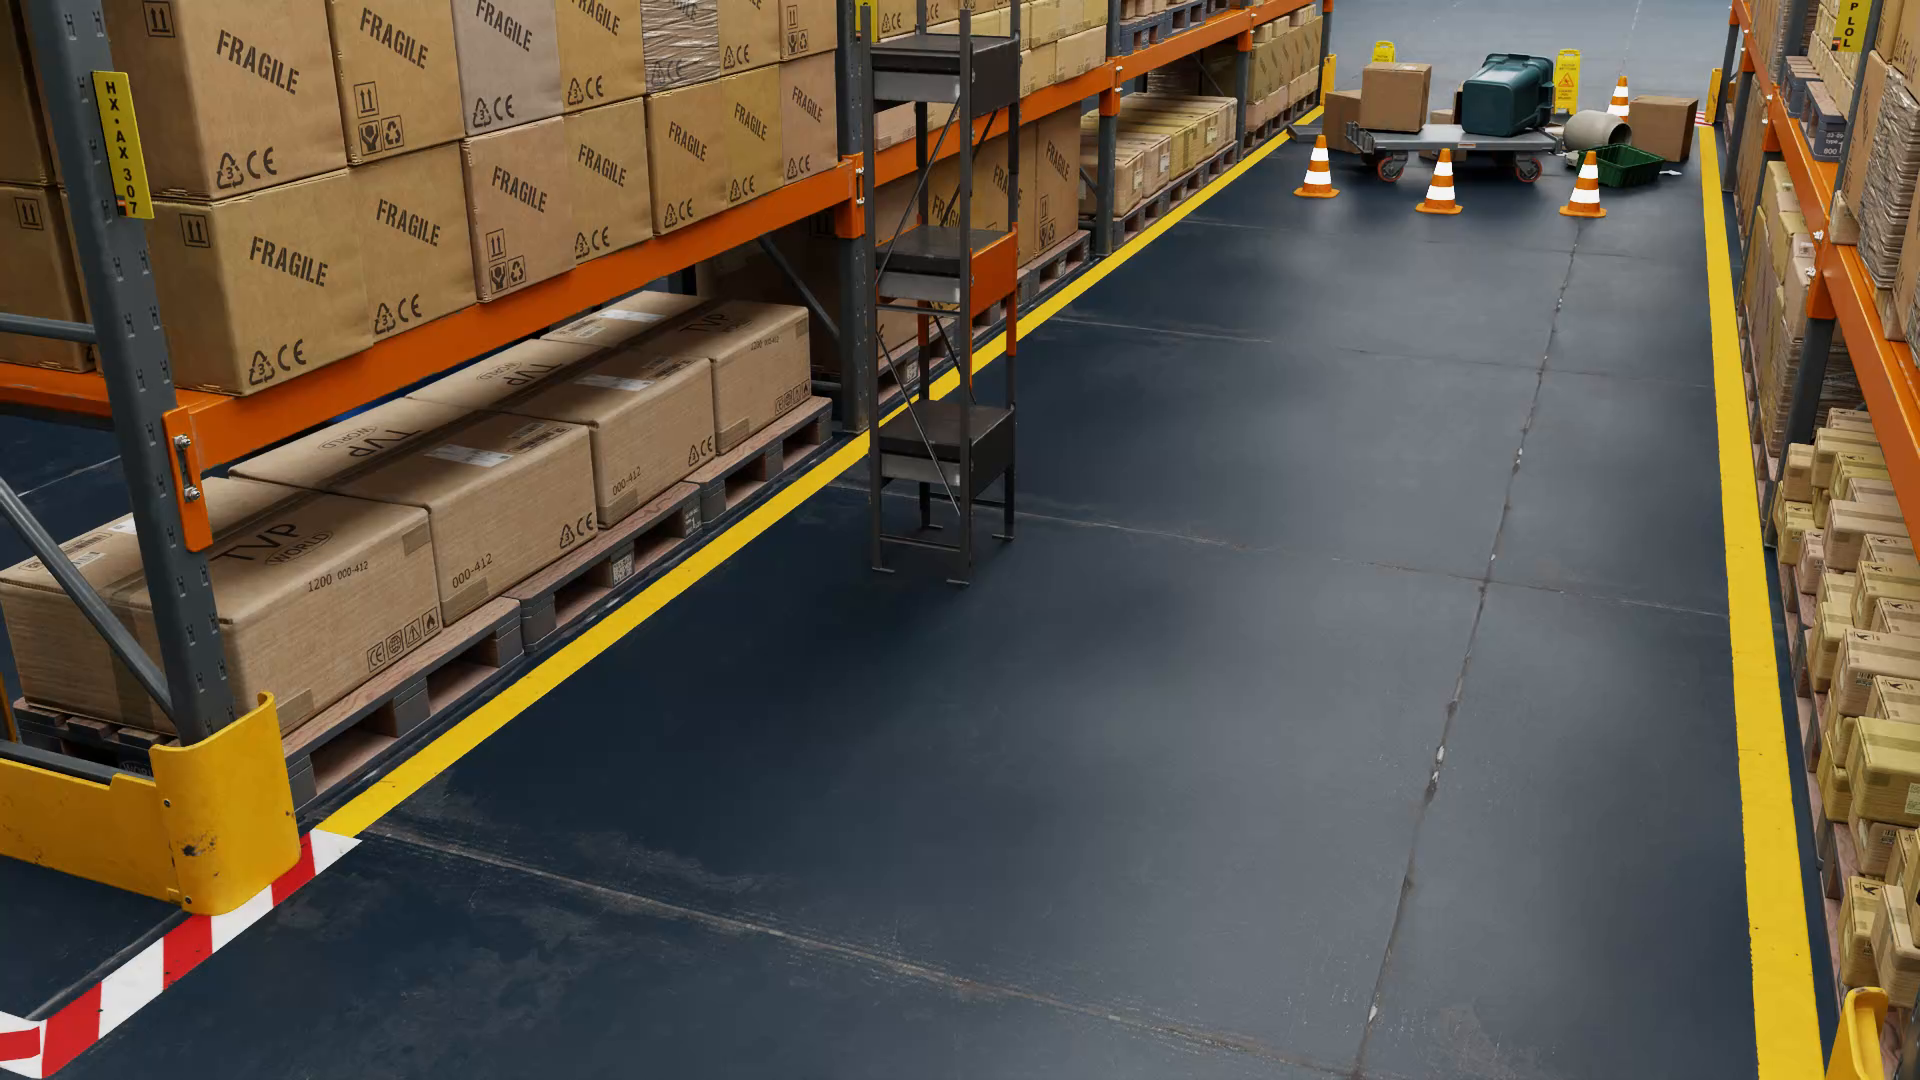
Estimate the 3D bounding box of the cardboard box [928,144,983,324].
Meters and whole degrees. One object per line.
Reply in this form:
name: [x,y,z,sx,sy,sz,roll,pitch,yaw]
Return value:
cardboard box: [-0.440,-1.742,9.239,0.875,0.875,0.875,10,24,22]

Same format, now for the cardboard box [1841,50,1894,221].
cardboard box: [3.291,-1.340,5.551,0.500,0.500,0.500,8,24,19]

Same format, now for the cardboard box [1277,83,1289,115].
cardboard box: [2.900,-4.314,16.208,0.500,0.250,0.500,8,24,19]

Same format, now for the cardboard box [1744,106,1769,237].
cardboard box: [5.826,-2.403,10.986,1.050,0.750,0.750,9,24,21]

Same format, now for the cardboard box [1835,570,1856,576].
cardboard box: [2.983,0.157,5.249,0.380,0.149,0.250,10,25,23]

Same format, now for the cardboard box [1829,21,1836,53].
cardboard box: [4.447,-2.428,8.065,0.380,0.149,0.250,9,24,20]

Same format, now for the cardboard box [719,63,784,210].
cardboard box: [-1.045,-1.629,6.629,0.500,0.500,0.500,8,24,19]

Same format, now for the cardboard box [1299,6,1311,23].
cardboard box: [3.307,-5.281,16.708,0.380,0.149,0.250,9,24,21]

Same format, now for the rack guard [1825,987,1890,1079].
rack guard: [2.252,1.260,3.086,1.175,0.500,0.348,9,24,20]

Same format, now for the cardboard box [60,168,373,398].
cardboard box: [-1.965,-0.716,4.442,0.500,0.500,0.500,9,24,20]

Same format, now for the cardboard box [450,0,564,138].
cardboard box: [-1.598,-1.549,5.139,0.500,0.500,0.500,9,24,20]

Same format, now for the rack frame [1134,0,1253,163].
rack frame: [2.047,-4.833,14.429,1.000,3.000,0.127,9,24,20]

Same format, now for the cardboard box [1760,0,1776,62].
cardboard box: [5.485,-3.332,10.706,0.500,0.500,0.500,8,24,19]

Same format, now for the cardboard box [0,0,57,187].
cardboard box: [-2.452,-1.253,4.431,0.500,0.500,0.500,10,25,22]

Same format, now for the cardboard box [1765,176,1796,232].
cardboard box: [4.526,-1.722,8.706,0.500,0.250,0.500,8,24,19]

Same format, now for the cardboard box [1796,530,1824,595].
cardboard box: [3.133,0.100,5.773,0.380,0.149,0.250,9,24,20]

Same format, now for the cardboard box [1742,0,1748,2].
cardboard box: [7.562,-5.140,14.968,0.875,0.550,0.550,9,24,20]

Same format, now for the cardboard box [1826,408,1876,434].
cardboard box: [3.389,-0.357,6.095,0.380,0.149,0.250,10,25,22]

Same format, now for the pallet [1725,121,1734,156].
pallet: [7.487,-3.573,15.030,1.003,0.211,1.213,9,24,20]

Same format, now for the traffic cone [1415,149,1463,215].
traffic cone: [3.707,-2.772,12.785,0.336,0.463,0.334,9,24,20]

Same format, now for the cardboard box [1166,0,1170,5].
cardboard box: [1.343,-4.057,12.351,0.380,0.149,0.250,10,25,22]

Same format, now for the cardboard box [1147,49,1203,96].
cardboard box: [2.018,-4.354,15.333,0.500,0.500,0.500,8,24,19]

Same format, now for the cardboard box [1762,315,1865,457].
cardboard box: [3.750,-0.639,7.087,0.500,0.500,0.500,8,24,19]

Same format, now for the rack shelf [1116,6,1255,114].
rack shelf: [1.304,-3.786,12.855,1.077,0.370,4.000,9,24,20]

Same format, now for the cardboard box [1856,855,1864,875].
cardboard box: [2.484,0.758,4.198,0.380,0.149,0.250,9,24,21]

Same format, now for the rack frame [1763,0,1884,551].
rack frame: [3.709,-1.298,5.966,1.000,3.000,0.127,9,24,20]

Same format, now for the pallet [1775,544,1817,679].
pallet: [3.493,0.234,5.916,1.003,0.211,1.213,9,24,20]

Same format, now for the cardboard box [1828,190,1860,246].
cardboard box: [3.300,-1.127,5.883,0.380,0.149,0.250,10,25,22]

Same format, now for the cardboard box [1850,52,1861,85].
cardboard box: [3.963,-1.965,6.958,0.380,0.149,0.250,8,24,18]

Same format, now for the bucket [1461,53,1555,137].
bucket: [4.591,-3.730,14.064,0.726,0.611,0.620,19,39,38]

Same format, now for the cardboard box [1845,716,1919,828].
cardboard box: [2.310,0.562,3.894,0.380,0.149,0.250,8,24,19]

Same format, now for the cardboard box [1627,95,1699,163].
cardboard box: [6.305,-3.711,14.982,0.500,0.500,0.500,13,26,29]

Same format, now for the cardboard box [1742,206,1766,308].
cardboard box: [4.695,-1.553,9.275,0.500,0.500,0.500,8,24,18]

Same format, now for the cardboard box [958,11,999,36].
cardboard box: [-0.119,-2.616,8.668,0.500,0.250,0.500,9,24,21]

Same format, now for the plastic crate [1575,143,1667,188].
plastic crate: [5.529,-3.140,13.948,0.662,0.188,0.450,-17,38,-35]

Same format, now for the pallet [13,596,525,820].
pallet: [-2.186,0.450,5.398,1.003,0.211,1.213,9,24,20]

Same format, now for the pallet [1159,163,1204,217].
pallet: [1.308,-2.830,13.250,1.003,0.211,1.213,9,24,20]

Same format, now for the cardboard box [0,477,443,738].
cardboard box: [-2.258,0.199,5.161,0.875,0.438,0.875,8,24,18]

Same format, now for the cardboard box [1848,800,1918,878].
cardboard box: [2.346,0.702,3.946,0.380,0.149,0.250,8,24,18]

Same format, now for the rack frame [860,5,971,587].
rack frame: [-0.152,-0.822,5.994,0.400,2.100,0.015,9,24,20]

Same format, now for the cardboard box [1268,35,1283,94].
cardboard box: [2.705,-4.470,15.609,0.500,0.500,0.500,10,25,22]

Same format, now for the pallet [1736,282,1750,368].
pallet: [4.903,-1.163,9.261,1.003,0.211,1.213,9,24,20]

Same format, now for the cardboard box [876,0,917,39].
cardboard box: [-0.494,-2.594,7.642,0.500,0.500,0.500,9,24,21]

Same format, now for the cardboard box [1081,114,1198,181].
cardboard box: [1.334,-3.120,13.191,0.950,0.372,0.625,10,25,22]

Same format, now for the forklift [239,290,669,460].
forklift: [-2.434,-2.155,8.107,1.130,2.935,3.031,9,24,21]

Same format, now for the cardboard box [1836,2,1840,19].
cardboard box: [4.453,-2.569,8.017,0.380,0.149,0.250,10,25,23]

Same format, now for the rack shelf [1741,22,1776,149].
rack shelf: [5.938,-3.113,11.245,1.077,0.370,4.000,9,24,20]

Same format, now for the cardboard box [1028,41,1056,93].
cardboard box: [0.238,-2.752,9.640,0.500,0.250,0.500,9,24,20]

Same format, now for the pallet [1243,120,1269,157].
pallet: [2.264,-3.792,15.554,1.003,0.211,1.213,9,24,20]

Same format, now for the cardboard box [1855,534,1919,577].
cardboard box: [2.913,0.116,4.963,0.380,0.149,0.250,8,24,18]

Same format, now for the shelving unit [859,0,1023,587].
shelving unit: [-0.061,-0.910,6.203,0.431,2.100,0.503,9,24,20]

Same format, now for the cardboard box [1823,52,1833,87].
cardboard box: [4.446,-2.291,8.124,0.380,0.149,0.250,10,25,22]

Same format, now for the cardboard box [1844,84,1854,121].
cardboard box: [3.957,-1.818,6.991,0.380,0.149,0.250,8,24,17]
